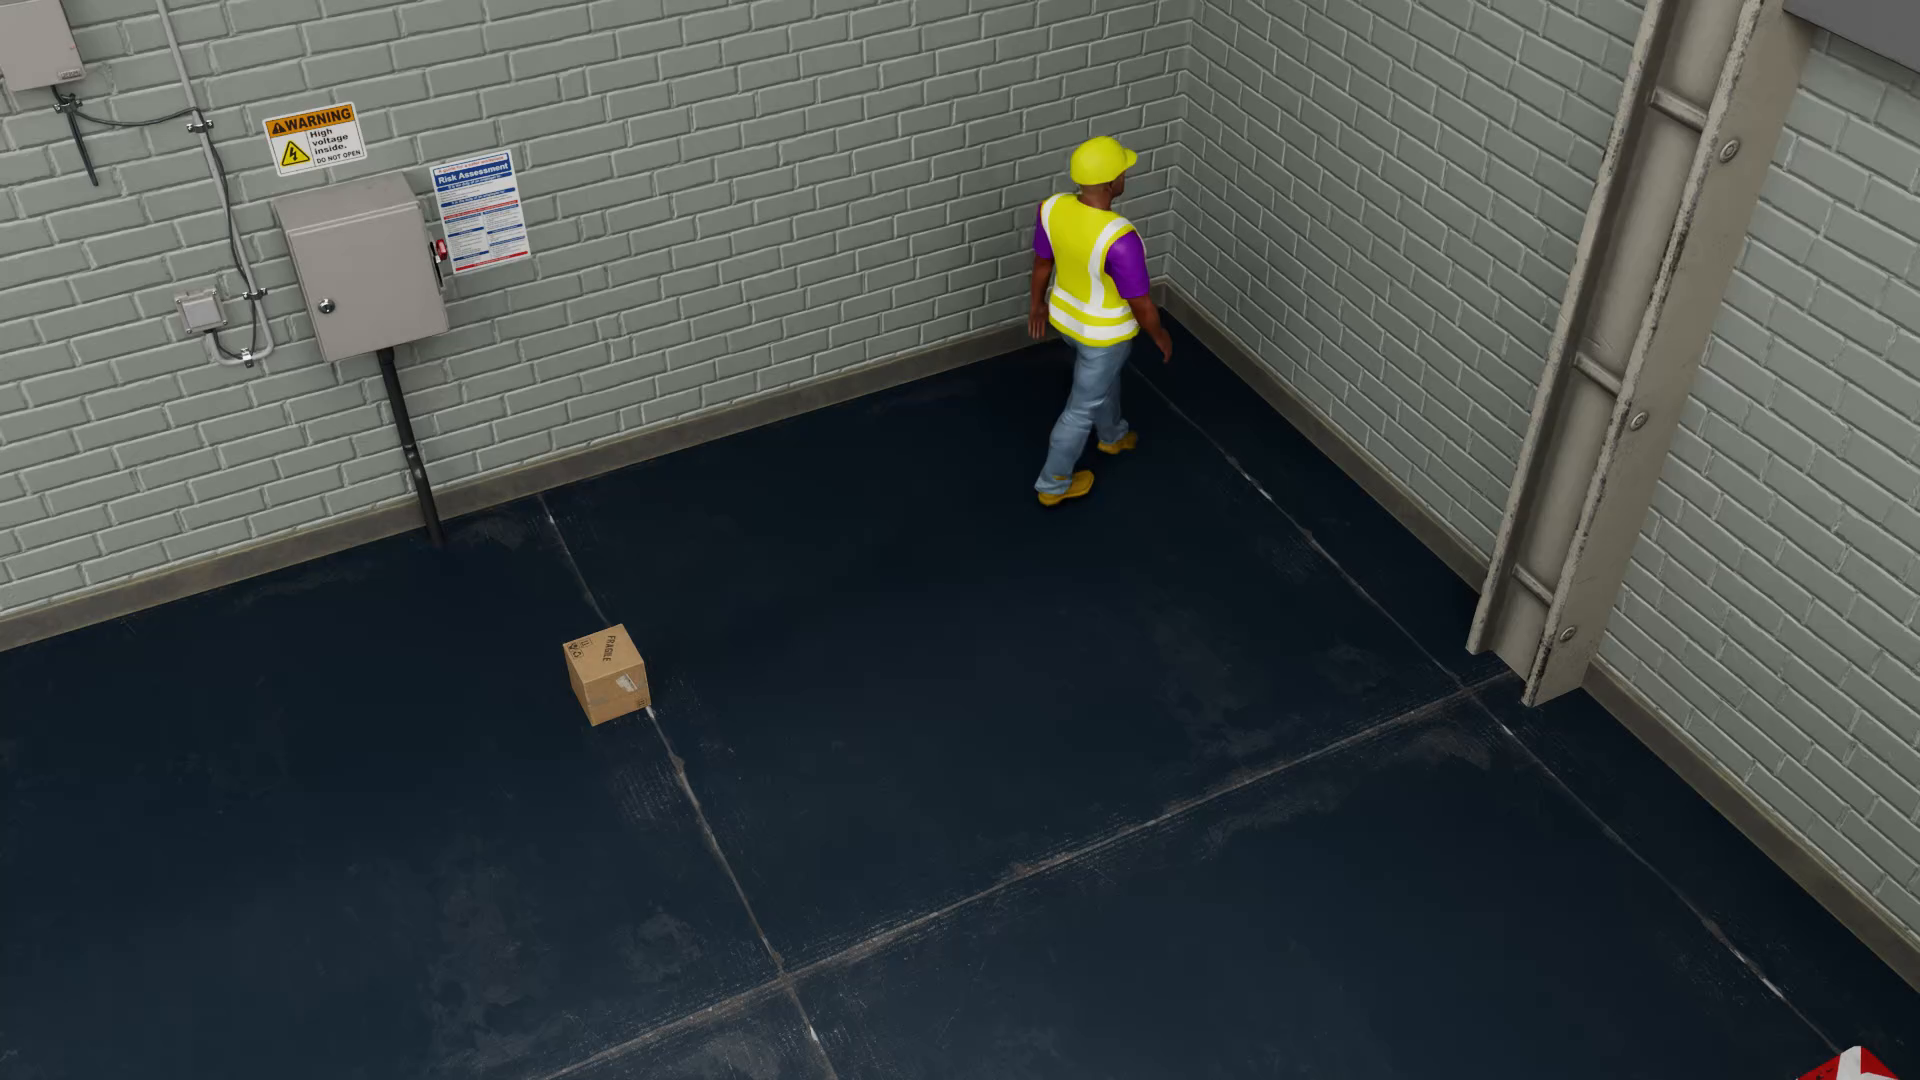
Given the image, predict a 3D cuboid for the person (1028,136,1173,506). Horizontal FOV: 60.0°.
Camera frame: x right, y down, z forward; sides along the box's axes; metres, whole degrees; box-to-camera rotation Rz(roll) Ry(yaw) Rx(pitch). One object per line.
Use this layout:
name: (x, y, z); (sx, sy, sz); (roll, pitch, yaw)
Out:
person: (0.642, -0.945, 7.237); (0.758, 1.799, 0.615); (-25, 47, -26)
